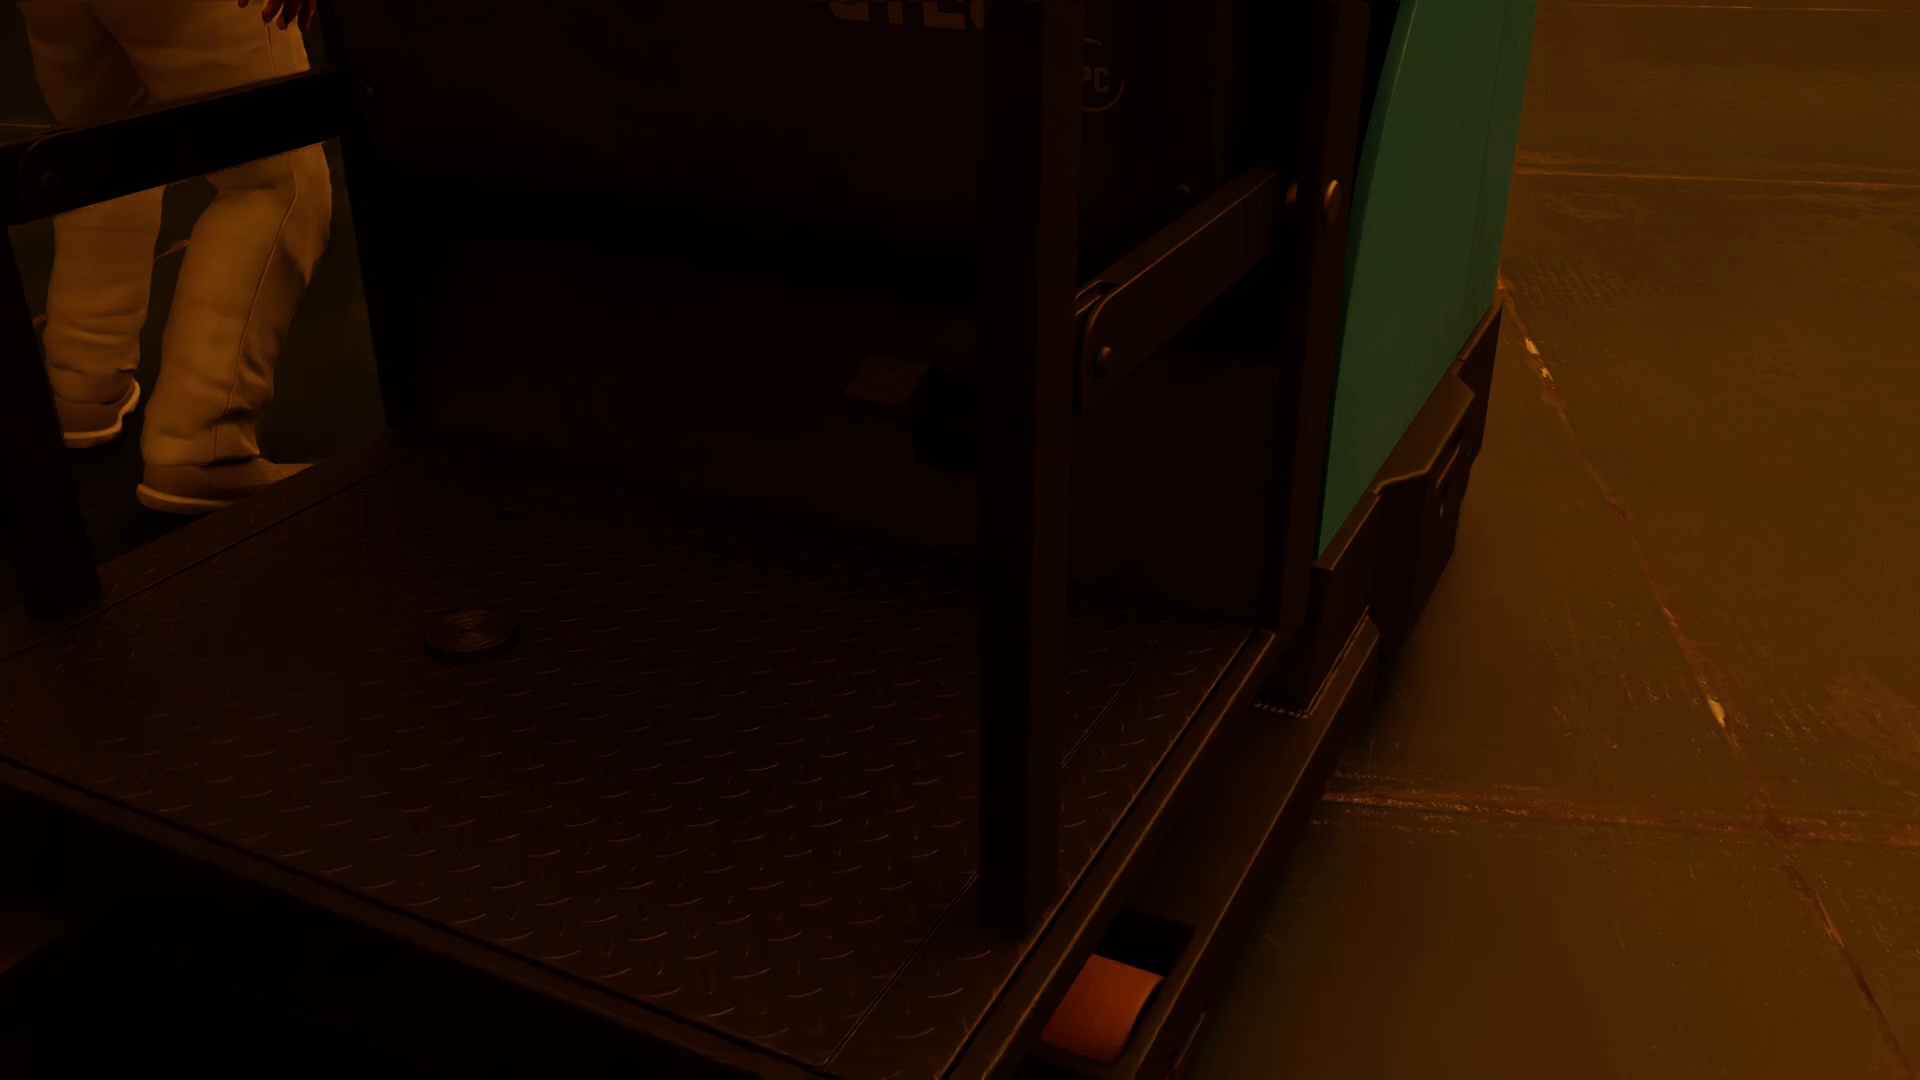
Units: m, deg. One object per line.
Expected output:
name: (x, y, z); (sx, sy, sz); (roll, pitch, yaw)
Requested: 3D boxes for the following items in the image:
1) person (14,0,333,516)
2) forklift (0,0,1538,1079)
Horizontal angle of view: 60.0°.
person: (-1.238, -0.866, 2.415); (0.886, 1.731, 0.502); (12, 29, 23)
forklift: (-0.283, -0.933, 1.086); (1.130, 2.935, 3.031); (13, 29, 24)
